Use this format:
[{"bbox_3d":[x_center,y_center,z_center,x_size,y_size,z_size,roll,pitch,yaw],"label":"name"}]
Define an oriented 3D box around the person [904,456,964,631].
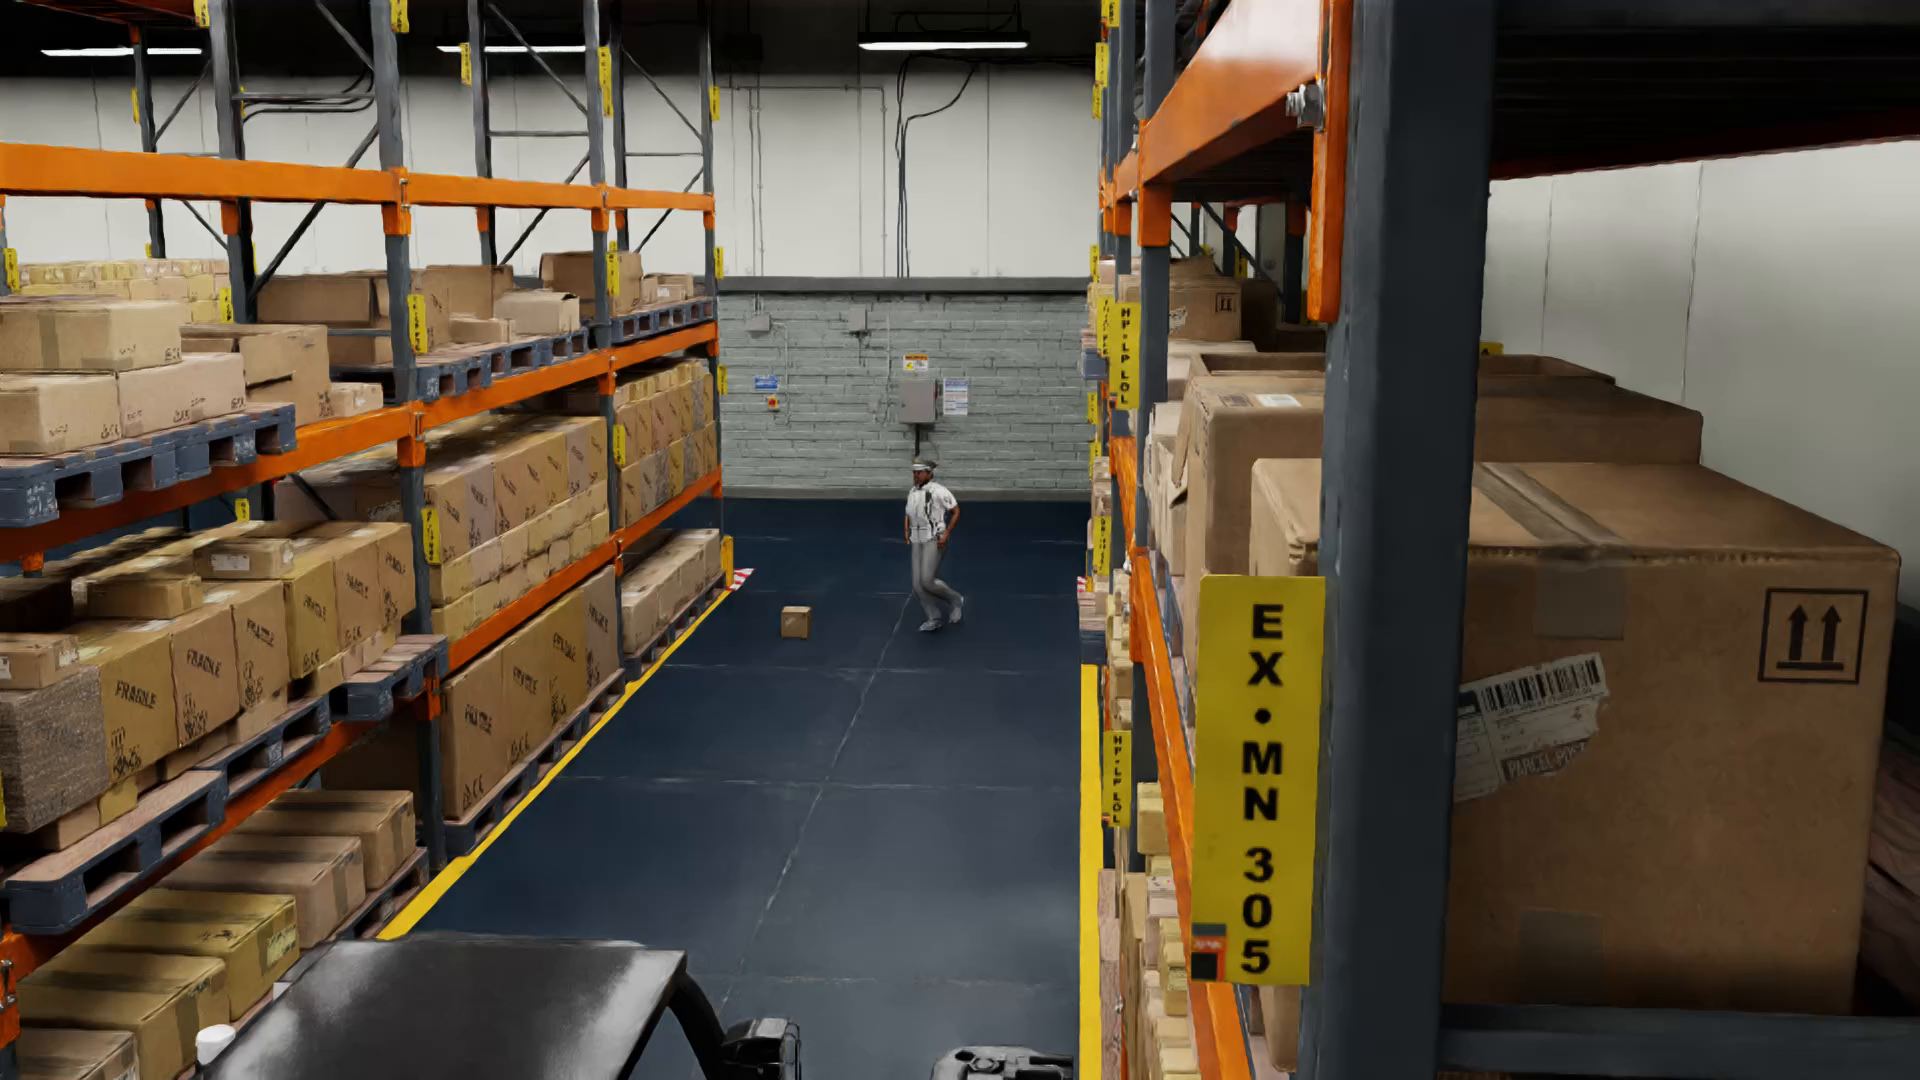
[{"bbox_3d":[-0.309,0.014,15.867,0.597,1.635,0.494,11,15,44],"label":"person"}]
